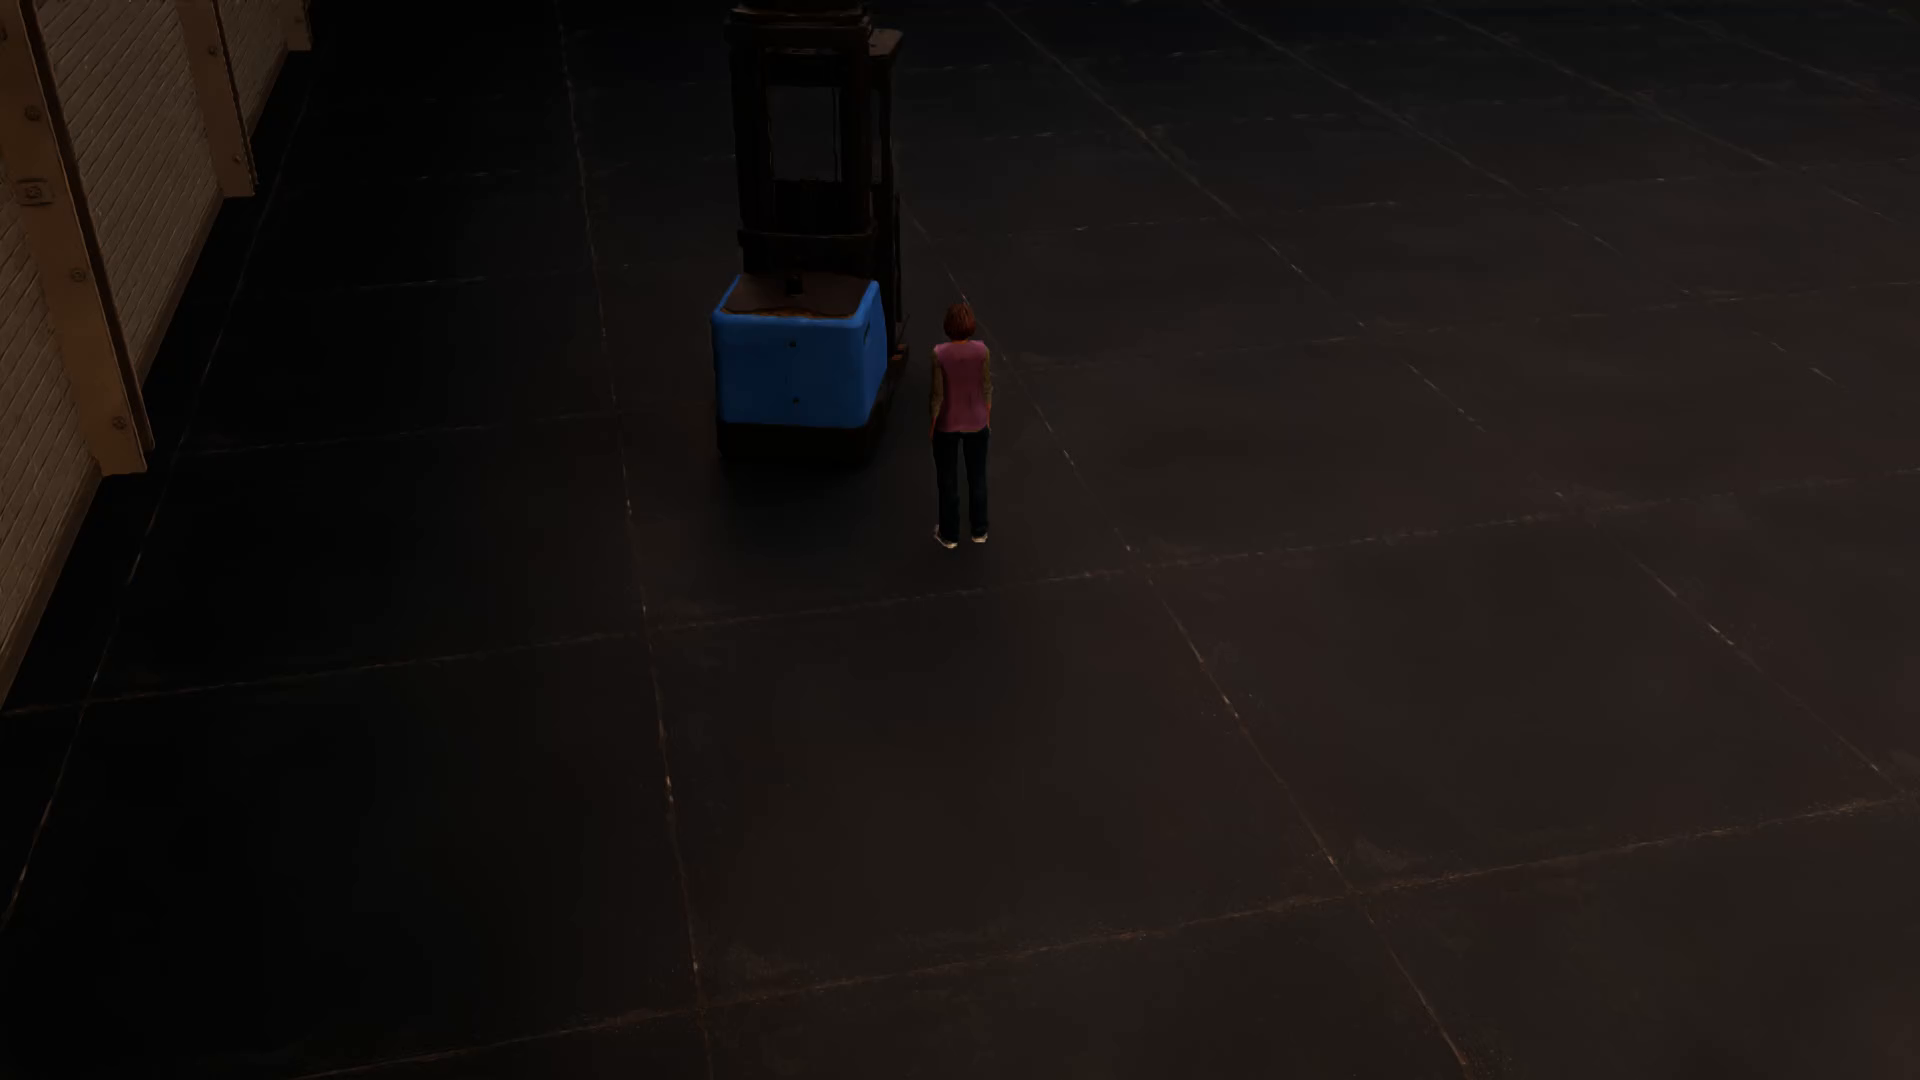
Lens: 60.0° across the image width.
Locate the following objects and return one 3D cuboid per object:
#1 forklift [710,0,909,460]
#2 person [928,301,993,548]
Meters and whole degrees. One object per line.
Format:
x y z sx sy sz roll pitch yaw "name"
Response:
-0.985 -2.523 11.933 1.130 2.935 3.031 3 30 6 "forklift"
-0.003 -0.697 10.107 0.405 1.604 0.311 -7 31 -12 "person"
